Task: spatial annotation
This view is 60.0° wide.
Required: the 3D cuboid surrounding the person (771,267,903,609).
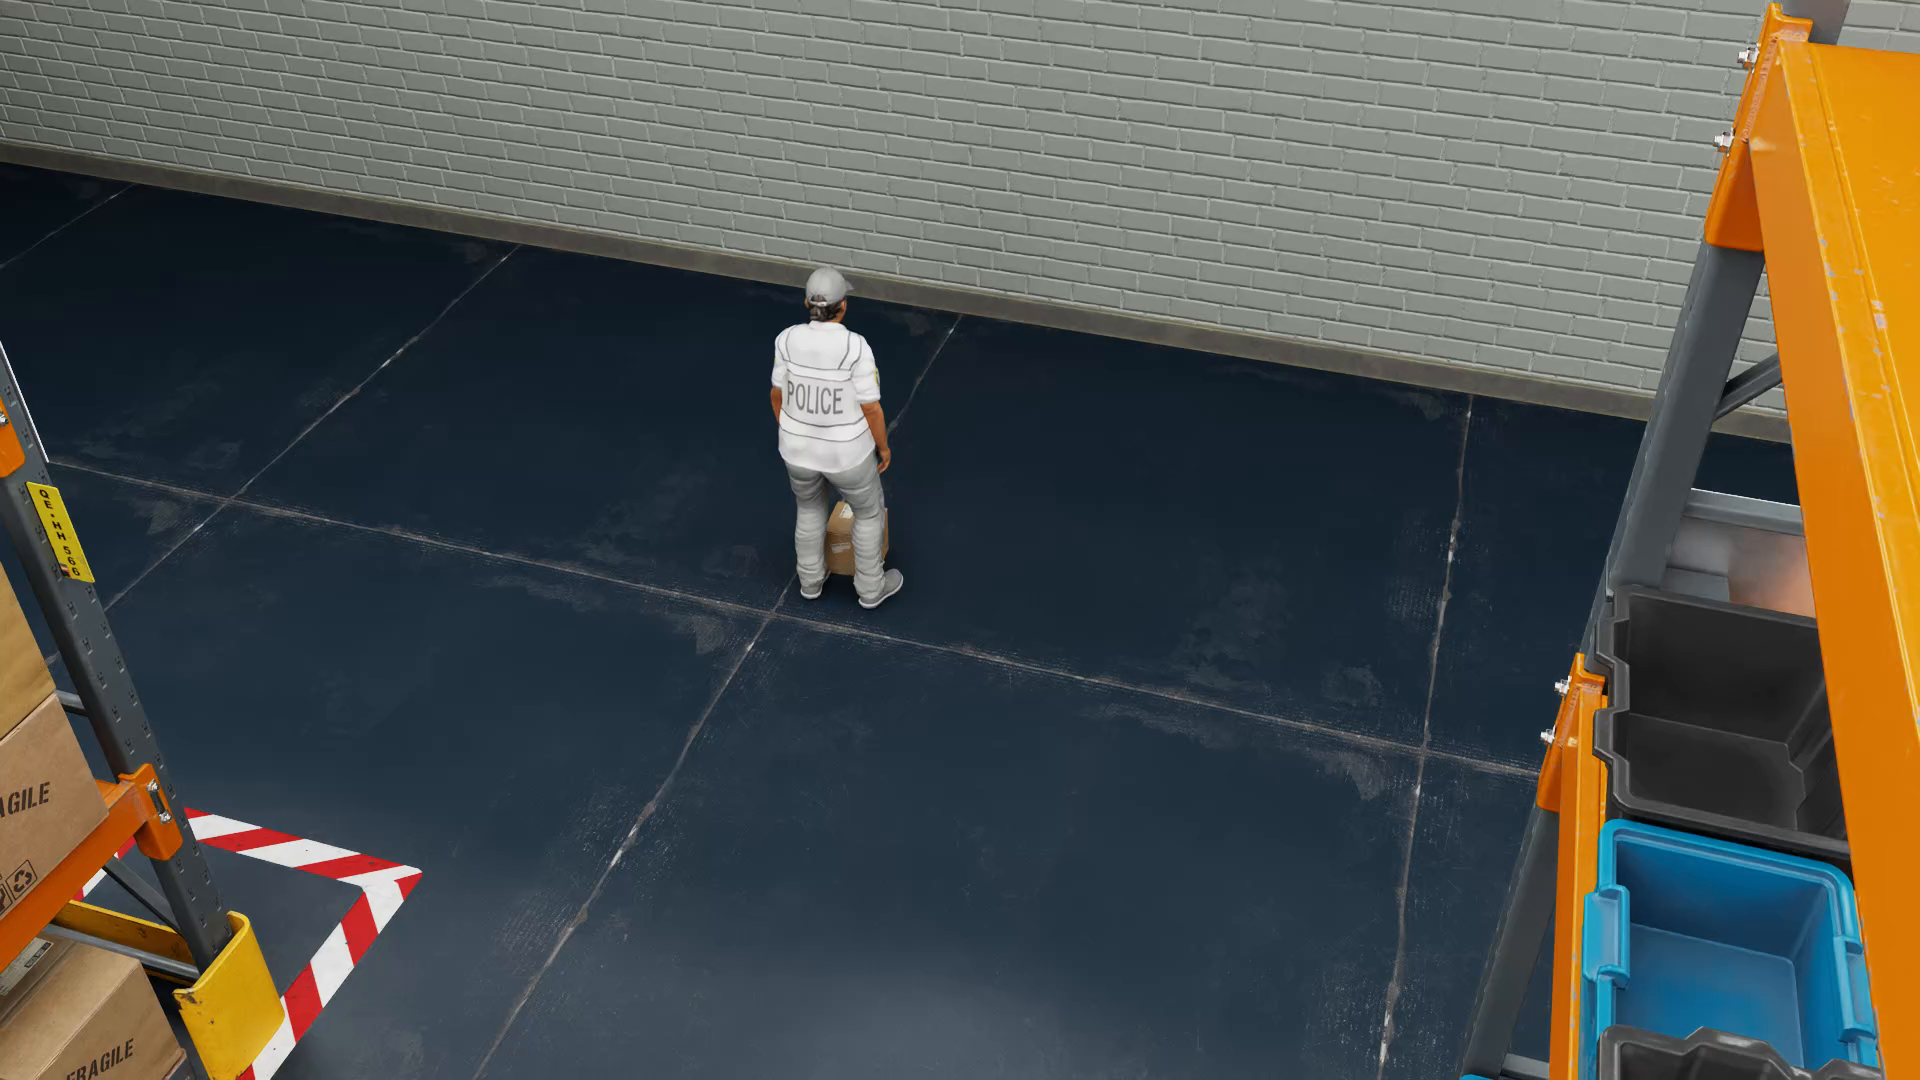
[{"bbox_3d":[-0.561,-0.434,7.455,0.538,1.666,0.465,11,39,14],"label":"person"}]
